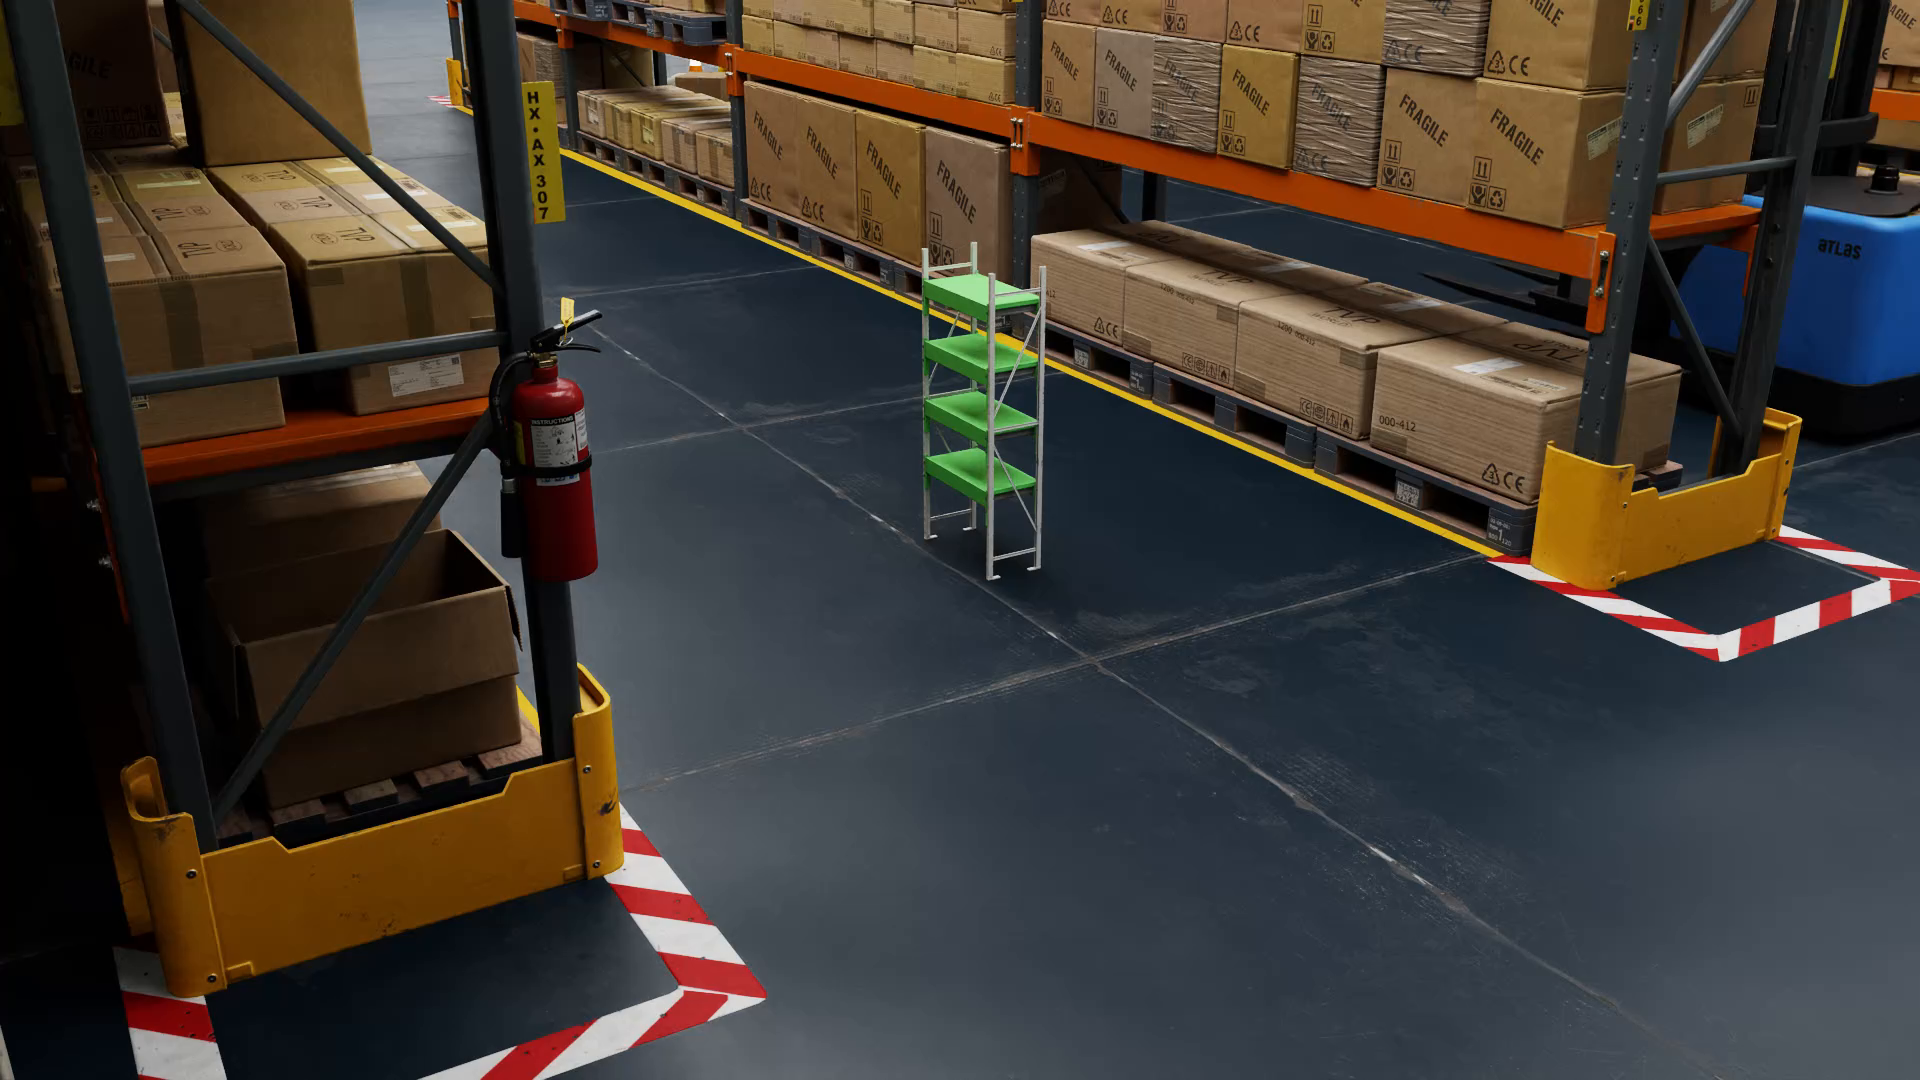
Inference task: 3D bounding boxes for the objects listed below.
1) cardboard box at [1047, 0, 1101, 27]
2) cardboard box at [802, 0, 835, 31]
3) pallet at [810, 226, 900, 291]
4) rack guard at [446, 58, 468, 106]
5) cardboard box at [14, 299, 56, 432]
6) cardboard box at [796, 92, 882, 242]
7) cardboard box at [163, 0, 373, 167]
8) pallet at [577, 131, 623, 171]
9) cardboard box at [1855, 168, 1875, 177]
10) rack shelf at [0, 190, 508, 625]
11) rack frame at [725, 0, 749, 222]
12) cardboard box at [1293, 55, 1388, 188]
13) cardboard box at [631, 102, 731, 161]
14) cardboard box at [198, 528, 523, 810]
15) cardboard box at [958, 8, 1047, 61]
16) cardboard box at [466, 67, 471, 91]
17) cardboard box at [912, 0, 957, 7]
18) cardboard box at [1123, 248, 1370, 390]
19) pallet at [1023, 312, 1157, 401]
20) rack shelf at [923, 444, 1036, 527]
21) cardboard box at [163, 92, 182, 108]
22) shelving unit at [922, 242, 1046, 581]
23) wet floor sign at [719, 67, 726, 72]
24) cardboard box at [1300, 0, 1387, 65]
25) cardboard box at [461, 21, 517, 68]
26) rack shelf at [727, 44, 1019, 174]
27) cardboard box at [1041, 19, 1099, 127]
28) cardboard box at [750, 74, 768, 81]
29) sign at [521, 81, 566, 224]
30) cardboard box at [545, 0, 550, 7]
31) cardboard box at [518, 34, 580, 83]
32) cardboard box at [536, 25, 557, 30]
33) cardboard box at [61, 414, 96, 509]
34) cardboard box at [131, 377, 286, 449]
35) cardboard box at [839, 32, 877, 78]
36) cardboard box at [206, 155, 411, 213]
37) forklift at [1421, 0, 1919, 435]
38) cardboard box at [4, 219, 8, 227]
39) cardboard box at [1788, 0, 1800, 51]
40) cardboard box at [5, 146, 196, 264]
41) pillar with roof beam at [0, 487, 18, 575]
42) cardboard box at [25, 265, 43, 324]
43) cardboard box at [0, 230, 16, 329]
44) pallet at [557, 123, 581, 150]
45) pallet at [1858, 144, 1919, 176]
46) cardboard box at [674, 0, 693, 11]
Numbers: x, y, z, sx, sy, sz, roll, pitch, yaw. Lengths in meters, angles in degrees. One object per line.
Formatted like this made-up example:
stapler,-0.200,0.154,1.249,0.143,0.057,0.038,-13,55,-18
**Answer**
cardboard box,0.798,-2.965,8.661,0.500,0.500,0.500,-12,25,-28
cardboard box,-0.726,-3.570,11.147,0.500,0.250,0.500,-13,25,-28
pallet,-0.323,-1.995,11.439,1.003,0.211,1.213,-13,25,-28
rack guard,-5.328,-5.358,19.329,1.175,0.500,0.348,-13,25,-28
cardboard box,-4.007,-0.839,7.653,0.500,0.500,0.500,-13,25,-28
cardboard box,-0.546,-2.632,11.567,0.875,0.875,0.875,-12,25,-28
cardboard box,-2.225,-1.505,5.339,0.500,0.500,0.500,-12,25,-27
pallet,-2.924,-3.702,15.639,1.003,0.211,1.213,-13,25,-28
cardboard box,5.954,-2.402,11.176,0.380,0.149,0.250,-14,26,-31
rack shelf,-2.480,-0.719,5.553,1.077,0.370,4.000,-13,25,-28
rack frame,-1.280,-3.951,12.548,1.000,3.000,0.127,-13,25,-28
cardboard box,1.818,-1.843,7.229,0.500,0.500,0.500,-12,25,-27
cardboard box,-2.326,-3.597,14.609,0.950,0.372,0.625,-12,25,-26
cardboard box,-1.690,0.341,4.748,0.797,0.503,0.637,-14,26,-30
cardboard box,0.329,-2.914,9.532,0.500,0.250,0.500,-13,25,-28
cardboard box,-5.192,-5.147,18.585,0.500,0.250,0.500,-13,25,-29
cardboard box,0.049,-3.428,9.801,0.500,0.500,0.500,-12,25,-27
cardboard box,1.450,-1.150,8.502,0.875,0.438,0.875,-13,26,-30
pallet,1.085,-1.103,9.245,1.003,0.211,1.213,-13,25,-28
rack shelf,0.085,-0.221,6.568,0.258,0.148,0.480,-13,25,-28
cardboard box,-3.032,-1.650,6.692,0.500,0.250,0.500,-12,25,-27
shelving unit,0.085,-0.502,6.454,0.258,1.200,0.503,-13,25,-28
wet floor sign,-2.880,-6.063,20.872,0.267,0.644,0.232,-18,28,-37
cardboard box,1.814,-2.305,7.039,0.500,0.500,0.500,-13,25,-29
cardboard box,-5.179,-5.487,18.425,0.500,0.500,0.500,-14,26,-30
rack shelf,-0.258,-2.970,11.091,1.077,0.370,4.000,-13,25,-28
cardboard box,0.778,-2.500,8.846,0.500,0.500,0.500,-12,25,-27
cardboard box,-1.808,-4.791,16.928,0.500,0.500,0.500,-13,25,-28
sign,-0.992,-0.911,3.919,0.100,0.325,0.005,-13,25,-28
cardboard box,-3.749,-5.175,15.893,0.380,0.149,0.250,-13,25,-29
cardboard box,-4.117,-4.818,16.780,0.500,0.500,0.500,-12,25,-27
cardboard box,-4.212,-5.266,17.883,0.500,0.500,0.500,-13,26,-29
cardboard box,-3.368,-0.390,6.800,0.500,0.311,0.500,-12,25,-26
cardboard box,-1.859,-0.344,4.009,0.380,0.149,0.250,-13,25,-29
cardboard box,-0.451,-3.182,10.855,0.500,0.250,0.500,-13,25,-28
cardboard box,-1.978,-0.999,5.089,0.500,0.250,0.500,-13,26,-29
forklift,3.879,-2.367,8.742,1.130,2.935,3.031,-12,25,-27
cardboard box,-4.739,-1.599,8.663,0.380,0.149,0.250,-14,26,-30
cardboard box,5.489,-3.287,10.388,0.500,0.500,0.500,-13,26,-29
cardboard box,-2.700,-1.069,5.262,0.500,0.250,0.500,-13,25,-28
pillar with roof beam,-0.220,-4.909,6.937,9.100,9.000,0.400,-13,25,-28
cardboard box,-2.579,-0.749,5.005,0.380,0.149,0.250,-12,25,-28
cardboard box,-5.067,-1.507,9.298,0.500,0.500,0.500,-11,25,-26
pallet,-3.697,-4.164,16.777,1.003,0.211,1.213,-13,25,-28
pallet,8.824,-3.506,15.156,1.003,0.211,1.213,-13,25,-28
cardboard box,-2.016,-4.236,13.025,0.380,0.149,0.250,-13,25,-29
